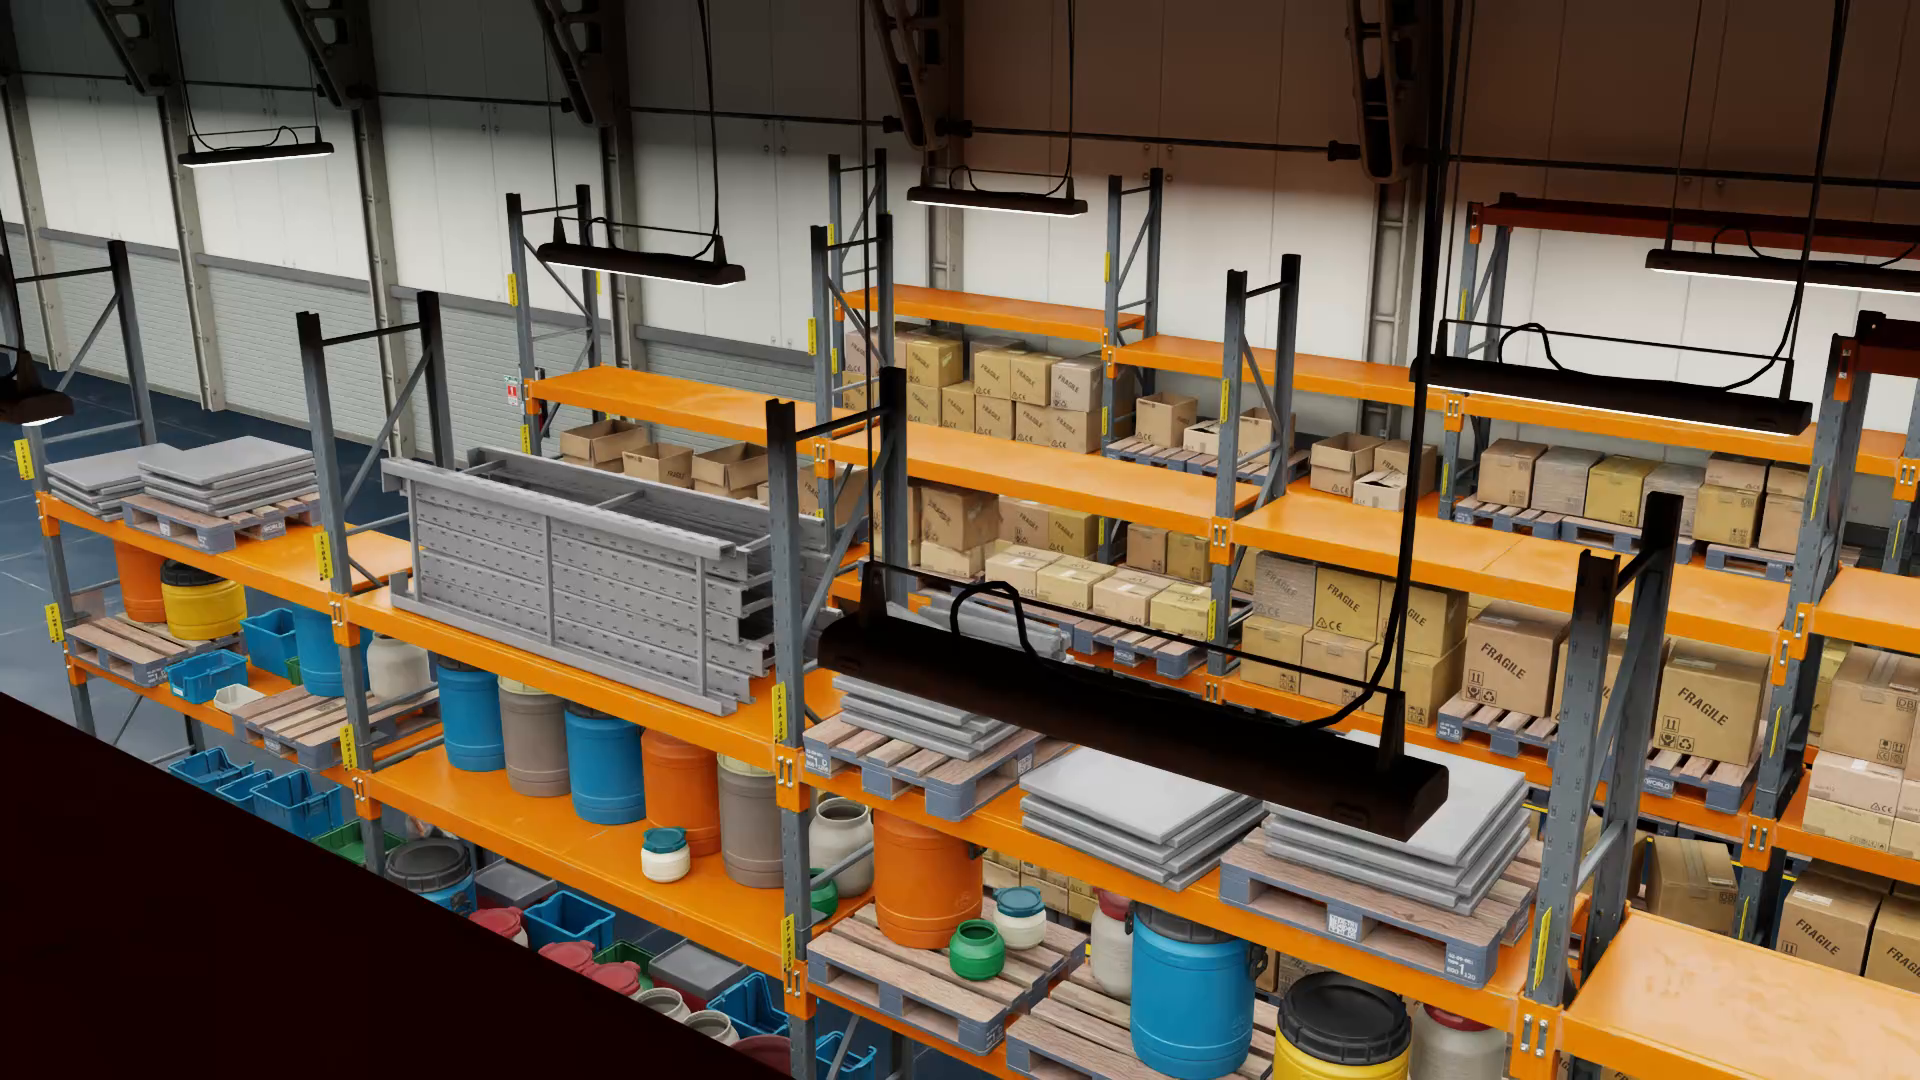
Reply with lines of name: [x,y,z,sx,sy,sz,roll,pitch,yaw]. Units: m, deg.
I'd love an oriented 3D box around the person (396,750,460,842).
person: [-4.793,2.547,14.928,0.506,1.691,0.523,9,20,24]

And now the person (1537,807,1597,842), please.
person: [5.175,2.830,14.200,0.501,1.693,0.591,-10,21,-28]
